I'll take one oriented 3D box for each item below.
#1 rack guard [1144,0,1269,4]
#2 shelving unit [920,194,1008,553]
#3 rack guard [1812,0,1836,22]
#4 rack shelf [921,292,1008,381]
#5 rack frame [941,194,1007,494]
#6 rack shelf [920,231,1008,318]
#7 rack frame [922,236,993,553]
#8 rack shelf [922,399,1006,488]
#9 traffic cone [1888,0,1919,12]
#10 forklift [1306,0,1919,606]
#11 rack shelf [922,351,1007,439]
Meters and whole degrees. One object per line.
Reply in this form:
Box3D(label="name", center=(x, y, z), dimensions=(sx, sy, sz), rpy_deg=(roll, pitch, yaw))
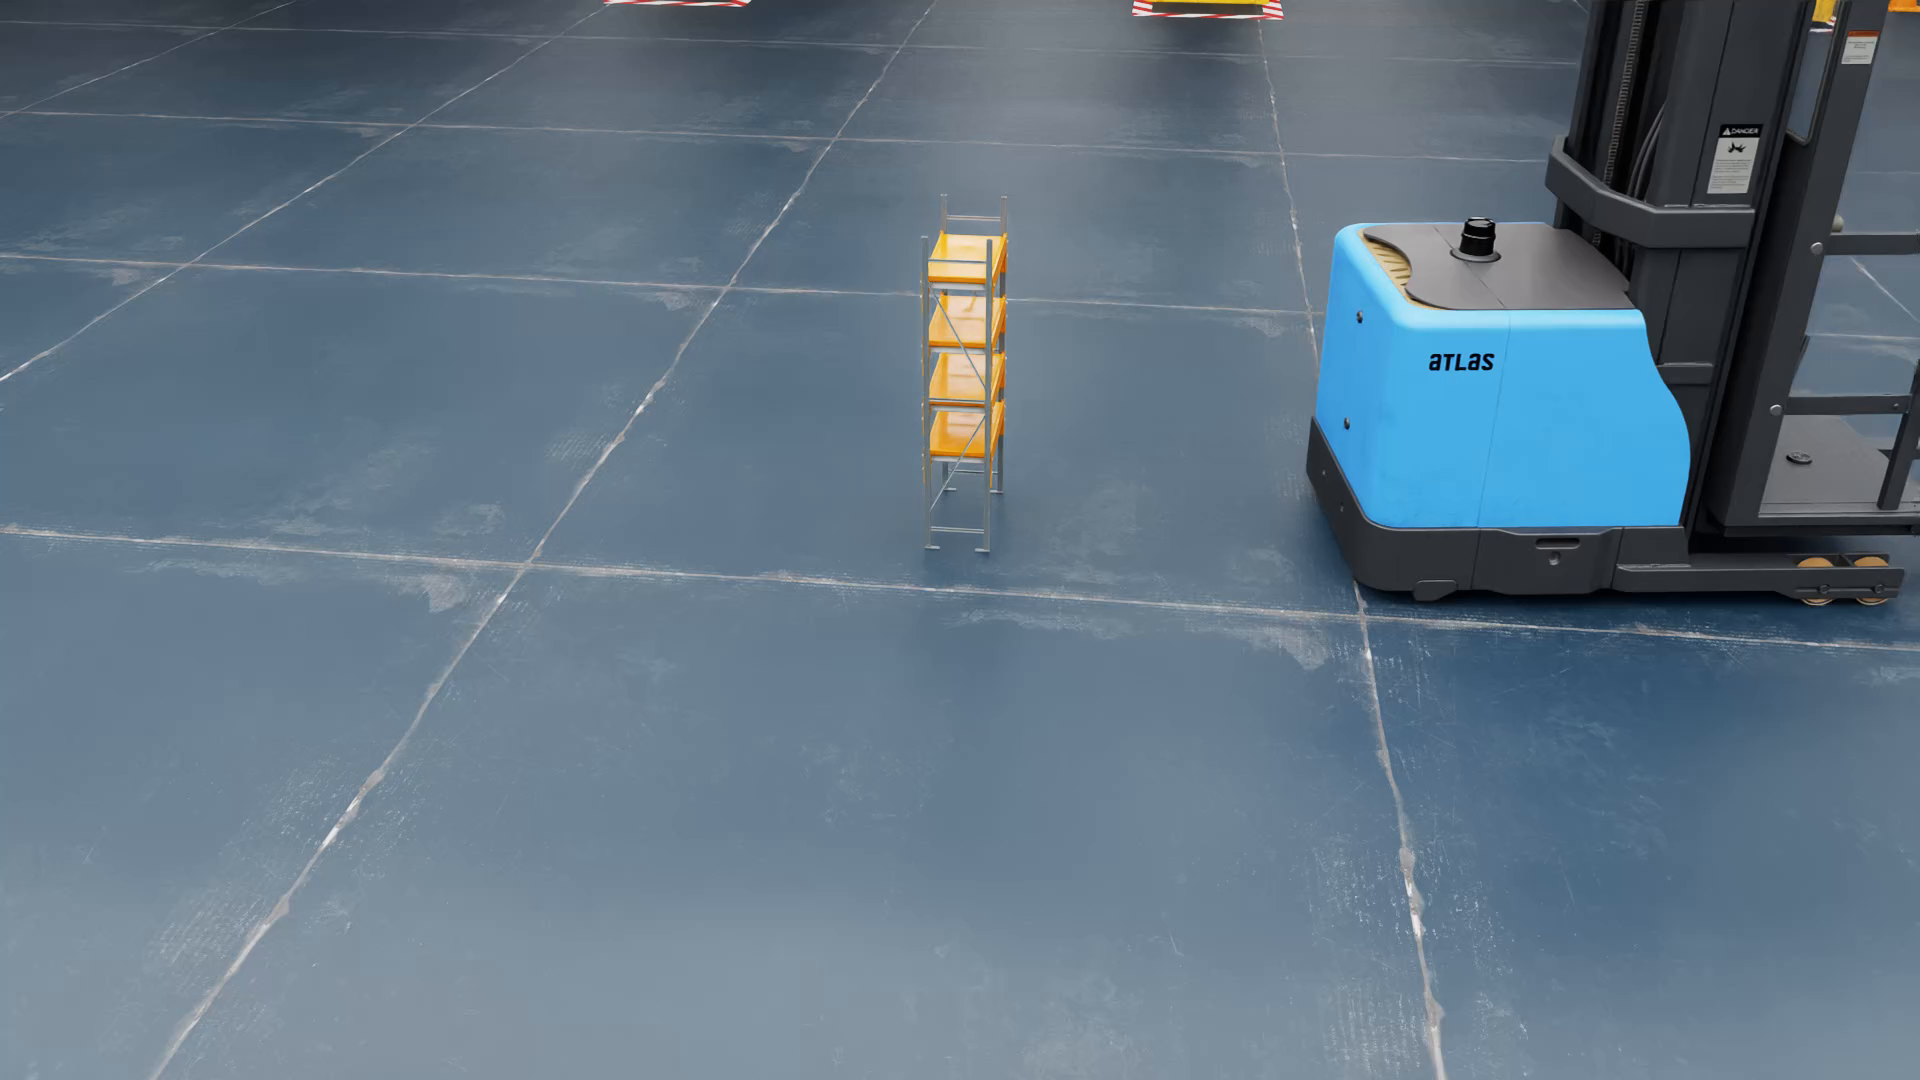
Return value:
Box3D(label="rack guard", center=(2.330, -5.338, 15.631), dimensions=(1.175, 0.500, 0.348), rpy_deg=(3, 28, 6))
Box3D(label="shelving unit", center=(0.020, -0.606, 6.110), dimensions=(0.258, 1.200, 0.503), rpy_deg=(3, 28, 6))
Box3D(label="rack guard", center=(7.228, -4.955, 14.920), dimensions=(1.175, 0.500, 0.348), rpy_deg=(3, 28, 6))
Box3D(label="rack shelf", center=(0.020, -0.744, 6.036), dimensions=(0.258, 0.148, 0.480), rpy_deg=(3, 28, 6))
Box3D(label="rack frame", center=(0.050, -0.721, 6.323), dimensions=(0.240, 1.200, 0.015), rpy_deg=(3, 28, 6))
Box3D(label="rack shelf", center=(0.020, -0.952, 5.924), dimensions=(0.258, 0.148, 0.480), rpy_deg=(3, 28, 6))
Box3D(label="rack frame", center=(-0.010, -0.491, 5.897), dimensions=(0.240, 1.200, 0.015), rpy_deg=(3, 28, 6))
Box3D(label="rack shelf", center=(0.020, -0.372, 6.236), dimensions=(0.258, 0.148, 0.480), rpy_deg=(3, 28, 6))
Box3D(label="traffic cone", center=(8.705, -5.117, 15.261), dimensions=(0.336, 0.463, 0.334), rpy_deg=(3, 28, 6))
Box3D(label="forklift", center=(2.897, -1.313, 5.596), dimensions=(3.031, 2.935, 1.130), rpy_deg=(-1, 28, -1))
Box3D(label="rack shelf", center=(0.020, -0.547, 6.142), dimensions=(0.258, 0.148, 0.480), rpy_deg=(3, 28, 6))
